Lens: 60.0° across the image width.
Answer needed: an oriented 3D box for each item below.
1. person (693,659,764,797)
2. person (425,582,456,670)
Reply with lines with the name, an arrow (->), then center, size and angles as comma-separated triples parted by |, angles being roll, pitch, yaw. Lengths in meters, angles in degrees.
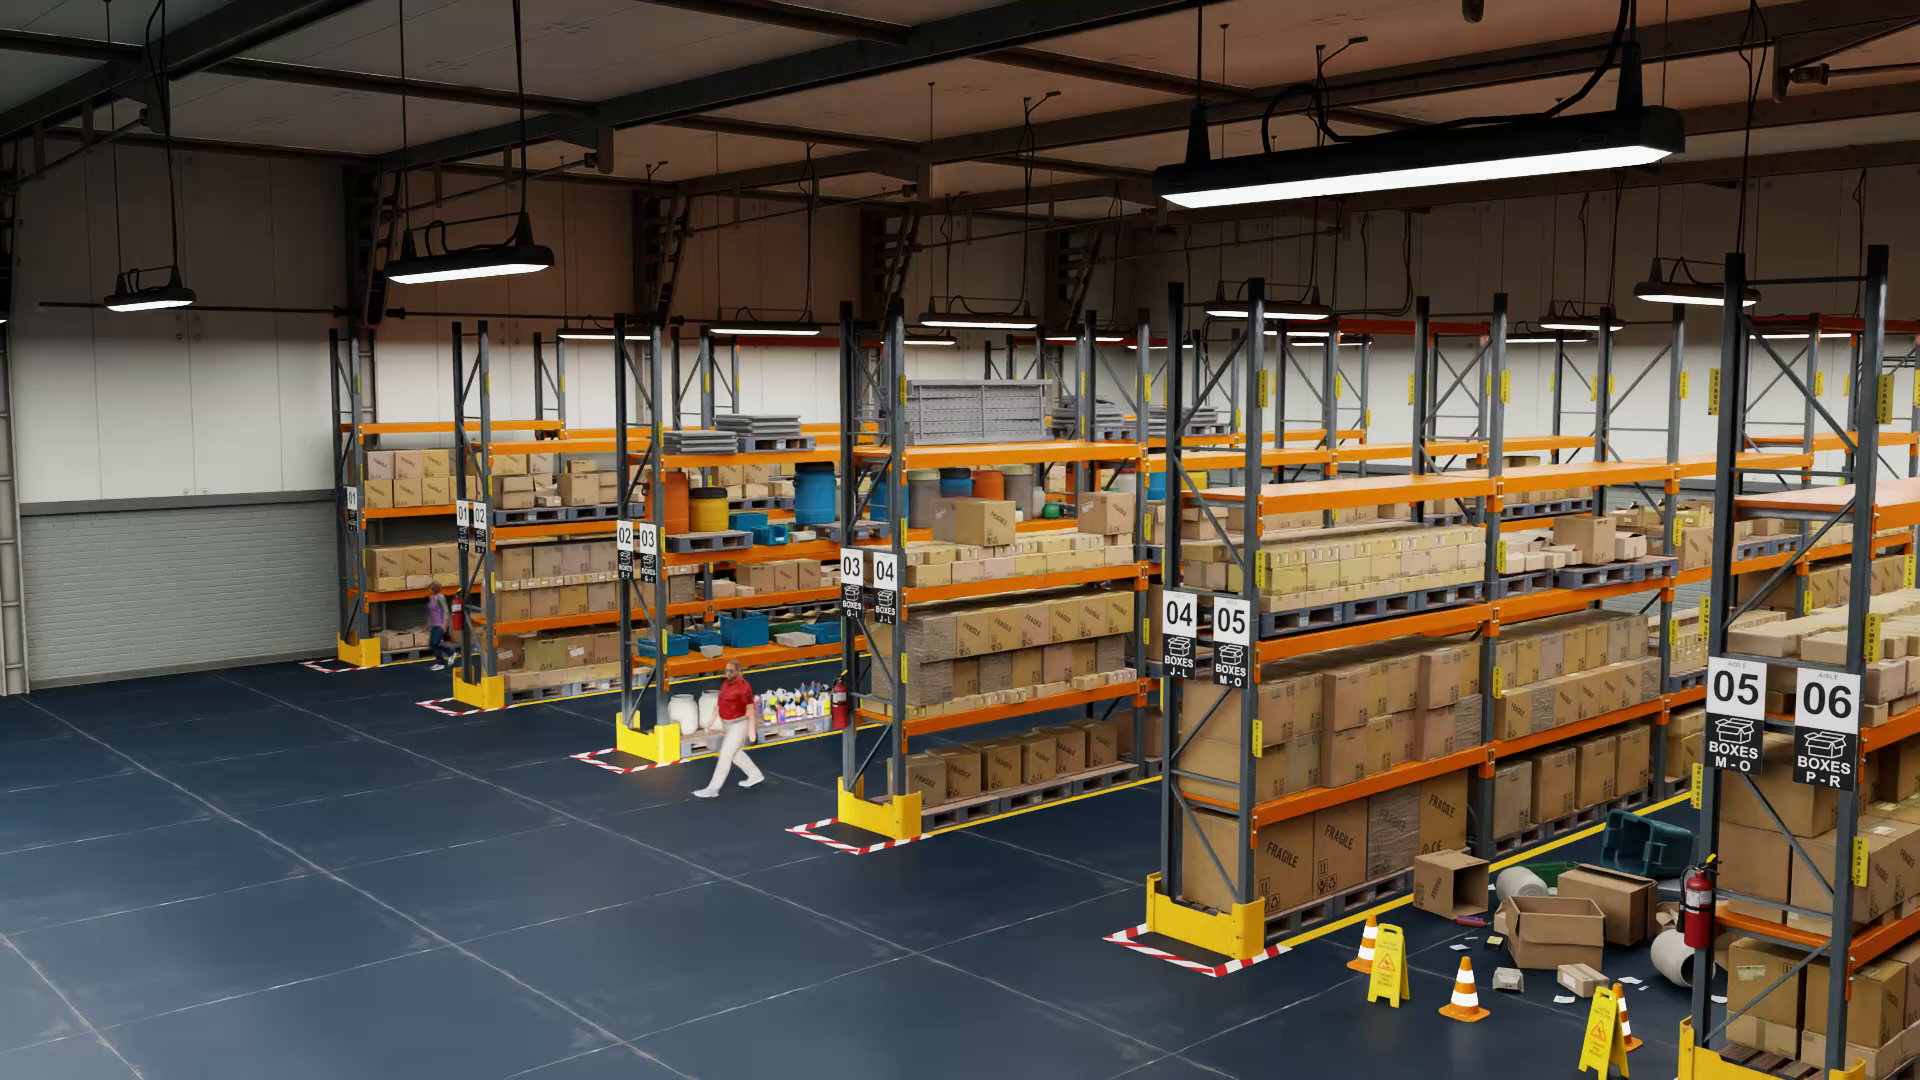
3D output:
person -> -2.826, 2.298, 20.467 | 1.014, 1.675, 0.594 | -4, 7, -37
person -> -9.121, 1.504, 29.266 | 0.474, 1.582, 0.501 | -5, 8, -43
